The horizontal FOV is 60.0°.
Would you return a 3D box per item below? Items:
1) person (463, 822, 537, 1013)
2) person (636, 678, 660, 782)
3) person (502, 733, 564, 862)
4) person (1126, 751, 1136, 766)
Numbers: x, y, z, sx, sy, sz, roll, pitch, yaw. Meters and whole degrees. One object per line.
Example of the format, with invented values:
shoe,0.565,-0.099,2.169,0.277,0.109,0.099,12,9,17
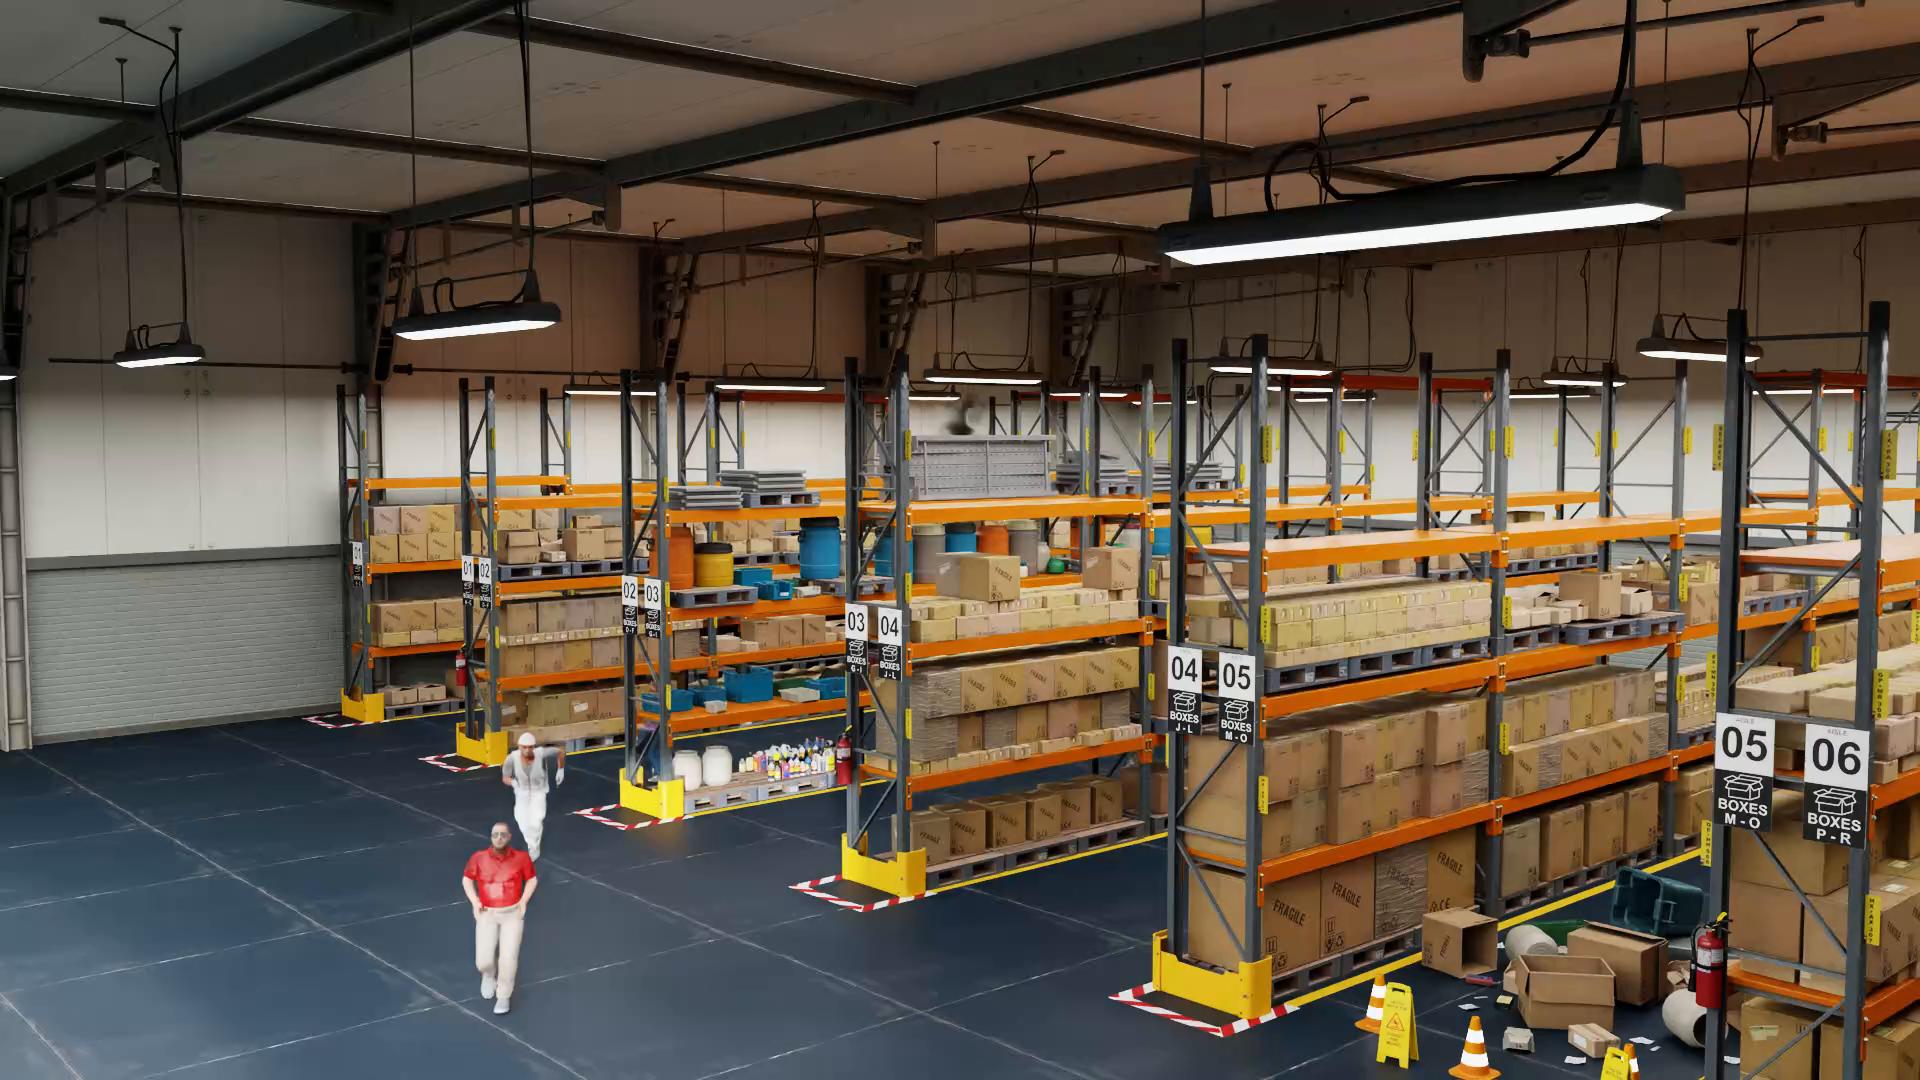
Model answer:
person,-4.093,3.349,14.813,0.644,1.679,0.595,-1,4,-14
person,-4.517,2.791,24.397,0.571,1.546,0.500,3,5,43
person,-5.055,3.044,19.733,0.696,1.621,0.940,-1,4,-8
person,2.670,2.669,25.264,0.537,1.659,0.670,2,4,33
